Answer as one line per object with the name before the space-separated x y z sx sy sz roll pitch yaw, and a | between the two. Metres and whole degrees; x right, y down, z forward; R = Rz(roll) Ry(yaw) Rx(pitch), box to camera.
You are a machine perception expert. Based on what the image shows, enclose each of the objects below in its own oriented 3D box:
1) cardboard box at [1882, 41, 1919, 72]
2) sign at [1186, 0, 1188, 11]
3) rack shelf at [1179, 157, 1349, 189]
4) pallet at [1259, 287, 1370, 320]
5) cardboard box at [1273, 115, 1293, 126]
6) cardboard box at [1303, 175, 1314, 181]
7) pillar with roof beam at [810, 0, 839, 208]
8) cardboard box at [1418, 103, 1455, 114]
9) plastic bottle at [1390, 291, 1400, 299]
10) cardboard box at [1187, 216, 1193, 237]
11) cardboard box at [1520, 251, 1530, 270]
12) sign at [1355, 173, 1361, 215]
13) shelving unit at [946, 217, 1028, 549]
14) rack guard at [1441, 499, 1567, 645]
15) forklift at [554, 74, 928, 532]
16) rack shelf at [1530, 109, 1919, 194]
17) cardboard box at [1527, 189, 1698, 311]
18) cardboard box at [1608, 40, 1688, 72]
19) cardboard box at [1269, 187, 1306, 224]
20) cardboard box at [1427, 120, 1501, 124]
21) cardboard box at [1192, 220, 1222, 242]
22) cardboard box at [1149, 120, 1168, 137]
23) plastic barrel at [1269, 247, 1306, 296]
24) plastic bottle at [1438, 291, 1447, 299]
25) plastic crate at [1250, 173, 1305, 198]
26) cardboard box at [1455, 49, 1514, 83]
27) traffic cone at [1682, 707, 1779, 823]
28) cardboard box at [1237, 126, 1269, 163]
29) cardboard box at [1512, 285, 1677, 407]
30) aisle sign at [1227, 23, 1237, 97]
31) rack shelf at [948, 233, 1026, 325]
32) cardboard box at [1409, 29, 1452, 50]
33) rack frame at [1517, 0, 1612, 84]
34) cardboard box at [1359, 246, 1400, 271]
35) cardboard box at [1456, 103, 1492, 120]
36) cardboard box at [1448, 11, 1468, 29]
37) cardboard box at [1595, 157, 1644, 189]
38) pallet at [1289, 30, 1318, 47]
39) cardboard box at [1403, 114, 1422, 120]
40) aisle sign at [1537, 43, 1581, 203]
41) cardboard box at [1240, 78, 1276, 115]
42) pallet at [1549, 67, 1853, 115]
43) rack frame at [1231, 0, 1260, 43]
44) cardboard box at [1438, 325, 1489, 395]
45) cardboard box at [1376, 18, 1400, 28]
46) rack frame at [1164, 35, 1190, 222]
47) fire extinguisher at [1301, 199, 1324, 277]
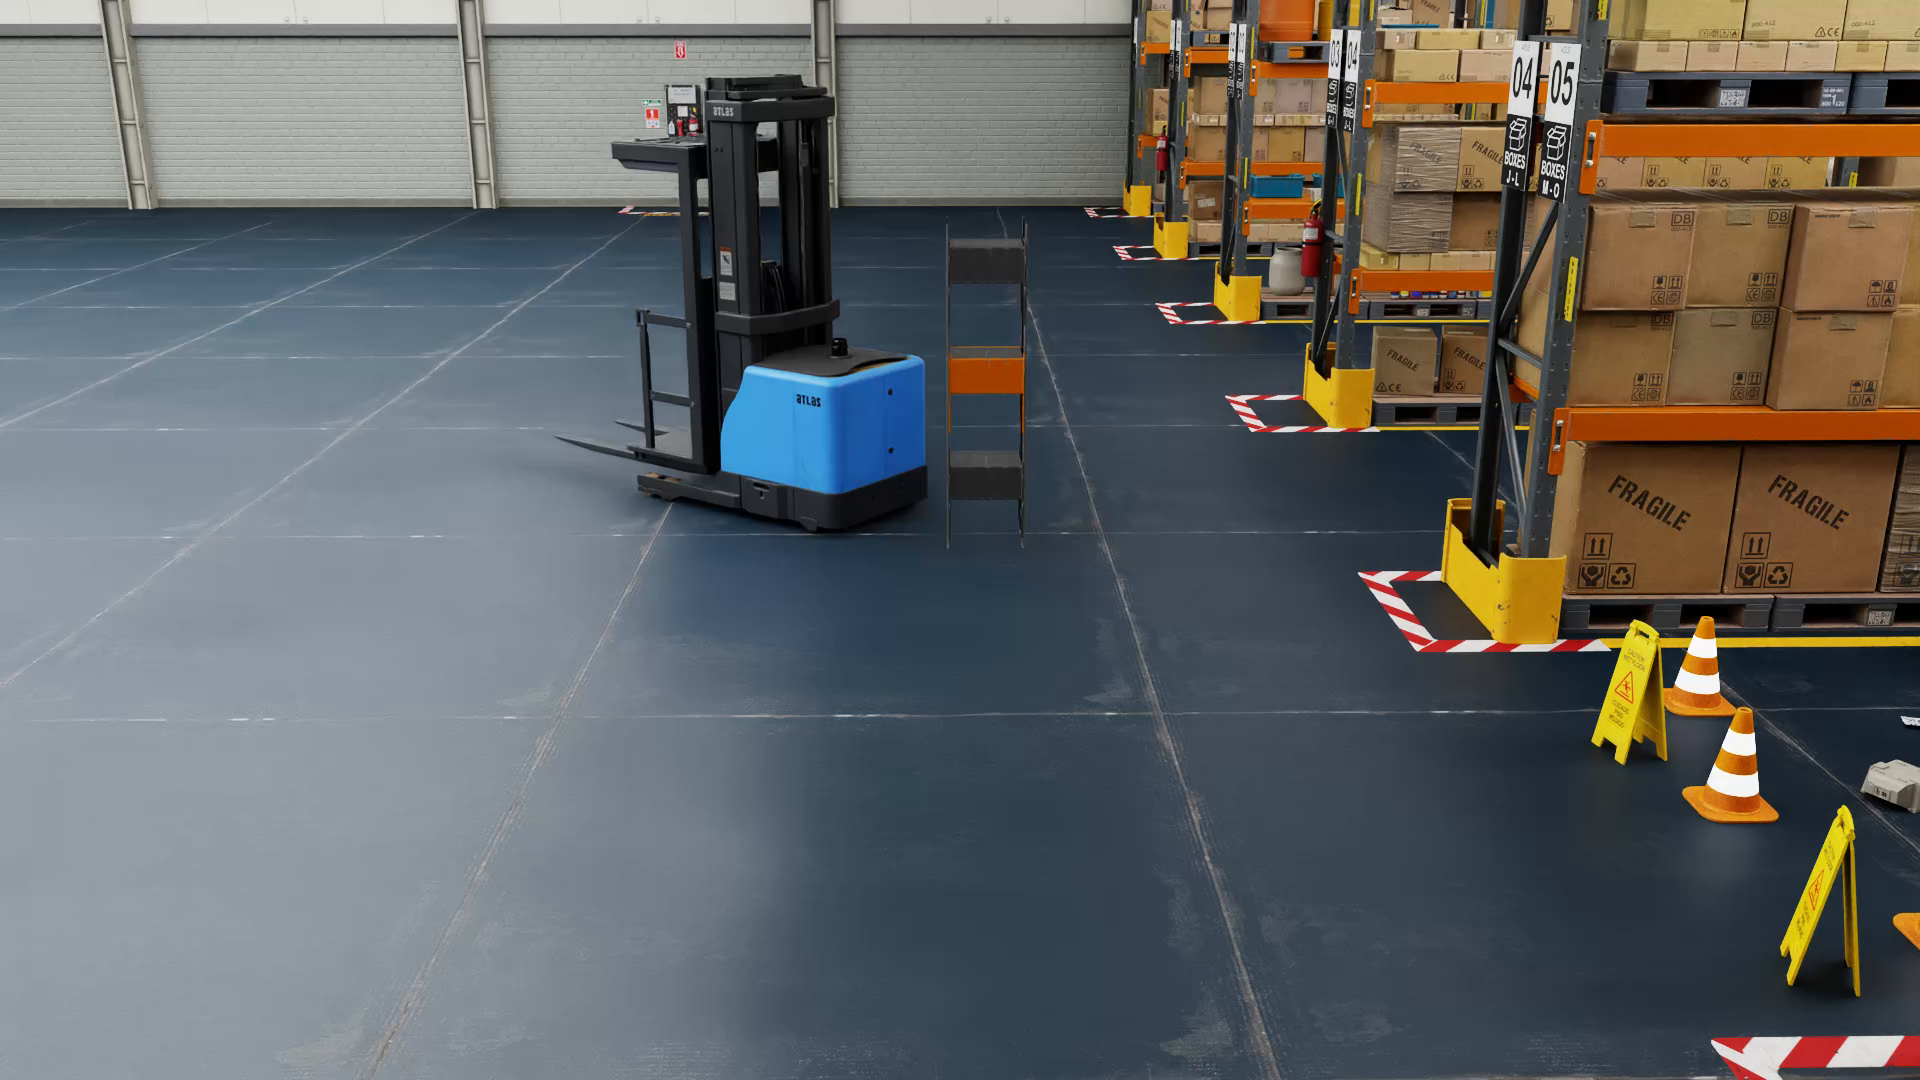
cardboard box | 4.791 -2.494 8.560 0.250 0.149 0.380 0 18 -1
sign | 3.054 -7.281 22.363 0.005 0.325 0.100 0 18 -1
rack shelf | 5.051 -5.236 23.635 4.000 0.370 1.077 0 18 -1
pallet | 4.013 -2.745 19.258 1.213 0.211 1.003 0 18 -1
cardboard box | 4.479 -5.866 23.199 0.250 0.149 0.380 -1 18 -3
cardboard box | 5.931 -6.103 28.533 0.500 0.500 0.500 -2 18 -5
pillar with roof beam | -2.276 -8.862 23.941 0.400 9.000 9.100 0 18 -1
cardboard box | 6.607 -6.249 23.329 0.500 0.500 0.700 0 18 -1
plastic bottle | 4.943 -2.879 18.859 0.097 0.271 0.097 0 18 0
cardboard box | 3.582 -4.552 24.141 0.500 0.250 0.500 0 18 -1
cardboard box | 4.742 -2.360 13.905 0.250 0.149 0.380 0 18 -1
sign | 3.212 -2.789 13.415 0.005 0.325 0.100 0 18 -1
shelving unit | 0.166 -1.001 10.729 0.503 2.100 0.431 0 18 -1
rack guard | 3.157 0.163 9.721 0.348 0.500 1.175 0 18 -1
forklift | -1.714 -1.791 11.831 3.031 2.935 1.130 13 22 35
rack shelf | 5.181 -2.123 9.022 4.000 0.370 1.077 0 18 -1
cardboard box | 3.552 -1.603 9.121 0.550 0.550 0.875 0 18 -1
cardboard box | 3.529 -2.487 8.541 0.250 0.149 0.380 0 18 0
cardboard box | 4.590 -4.760 23.562 0.500 0.500 0.500 0 18 -1
cardboard box | 4.249 -3.290 14.107 0.500 0.500 0.500 0 18 -1
cardboard box | 3.591 -4.394 23.648 0.500 0.250 0.500 0 18 -1
cardboard box | 3.462 -6.925 27.937 0.500 0.250 0.500 -1 18 -2
plastic barrel | 3.782 -3.097 19.178 0.421 0.512 0.421 0 18 0
plastic bottle | 5.485 -2.849 18.878 0.097 0.201 0.097 0 18 0
plastic crate | 3.621 -4.079 19.095 0.616 0.251 0.499 0 18 -1
cardboard box | 4.205 -3.827 13.403 0.500 0.250 0.500 -1 18 -2
traffic cone | 3.412 0.958 7.302 0.334 0.463 0.336 0 18 -1
cardboard box | 4.043 -5.618 23.487 0.500 0.500 0.700 0 18 1
cardboard box | 3.551 -1.115 9.366 0.550 0.550 0.875 0 18 -1
aisle sign | 3.049 -5.384 18.664 0.004 0.787 0.394 0 18 -1
rack shelf | 0.166 -1.654 10.520 0.480 0.518 0.431 0 18 -1
cardboard box | 3.743 -3.992 13.263 0.250 0.149 0.380 0 18 0
rack frame | 3.181 -3.884 8.424 0.127 3.000 1.000 0 18 -1
cardboard box | 3.492 -2.352 13.879 0.250 0.149 0.380 0 18 -1
cardboard box | 8.695 -7.363 28.206 0.500 0.500 0.700 2 18 7
cardboard box | 8.132 -8.668 27.704 0.500 0.311 0.500 0 18 1
cardboard box | 5.258 -3.135 13.622 0.500 0.500 0.500 0 18 -1
pallet | 4.981 -6.957 23.058 1.213 0.211 1.003 0 18 -1
cardboard box | 6.273 -5.875 23.225 0.250 0.149 0.380 -1 18 -2
aisle sign | 3.115 -2.173 8.656 0.004 0.787 0.394 0 18 -1
cardboard box | 4.097 -6.237 23.291 0.500 0.500 0.700 -1 18 -2
pallet | 3.922 -2.420 8.916 1.213 0.211 1.003 0 18 -1
rack frame | 3.125 -6.912 17.863 0.127 3.000 1.000 0 18 -1
cardboard box | 4.425 -1.564 14.416 0.500 0.500 0.500 4 18 14
cardboard box | 5.849 -7.074 22.772 0.250 0.149 0.380 0 18 -1
rack frame | 3.051 -5.568 23.495 0.127 3.000 1.000 0 18 -1
fire extinguisher | 3.082 -2.646 14.513 0.183 0.674 0.296 0 18 -1
